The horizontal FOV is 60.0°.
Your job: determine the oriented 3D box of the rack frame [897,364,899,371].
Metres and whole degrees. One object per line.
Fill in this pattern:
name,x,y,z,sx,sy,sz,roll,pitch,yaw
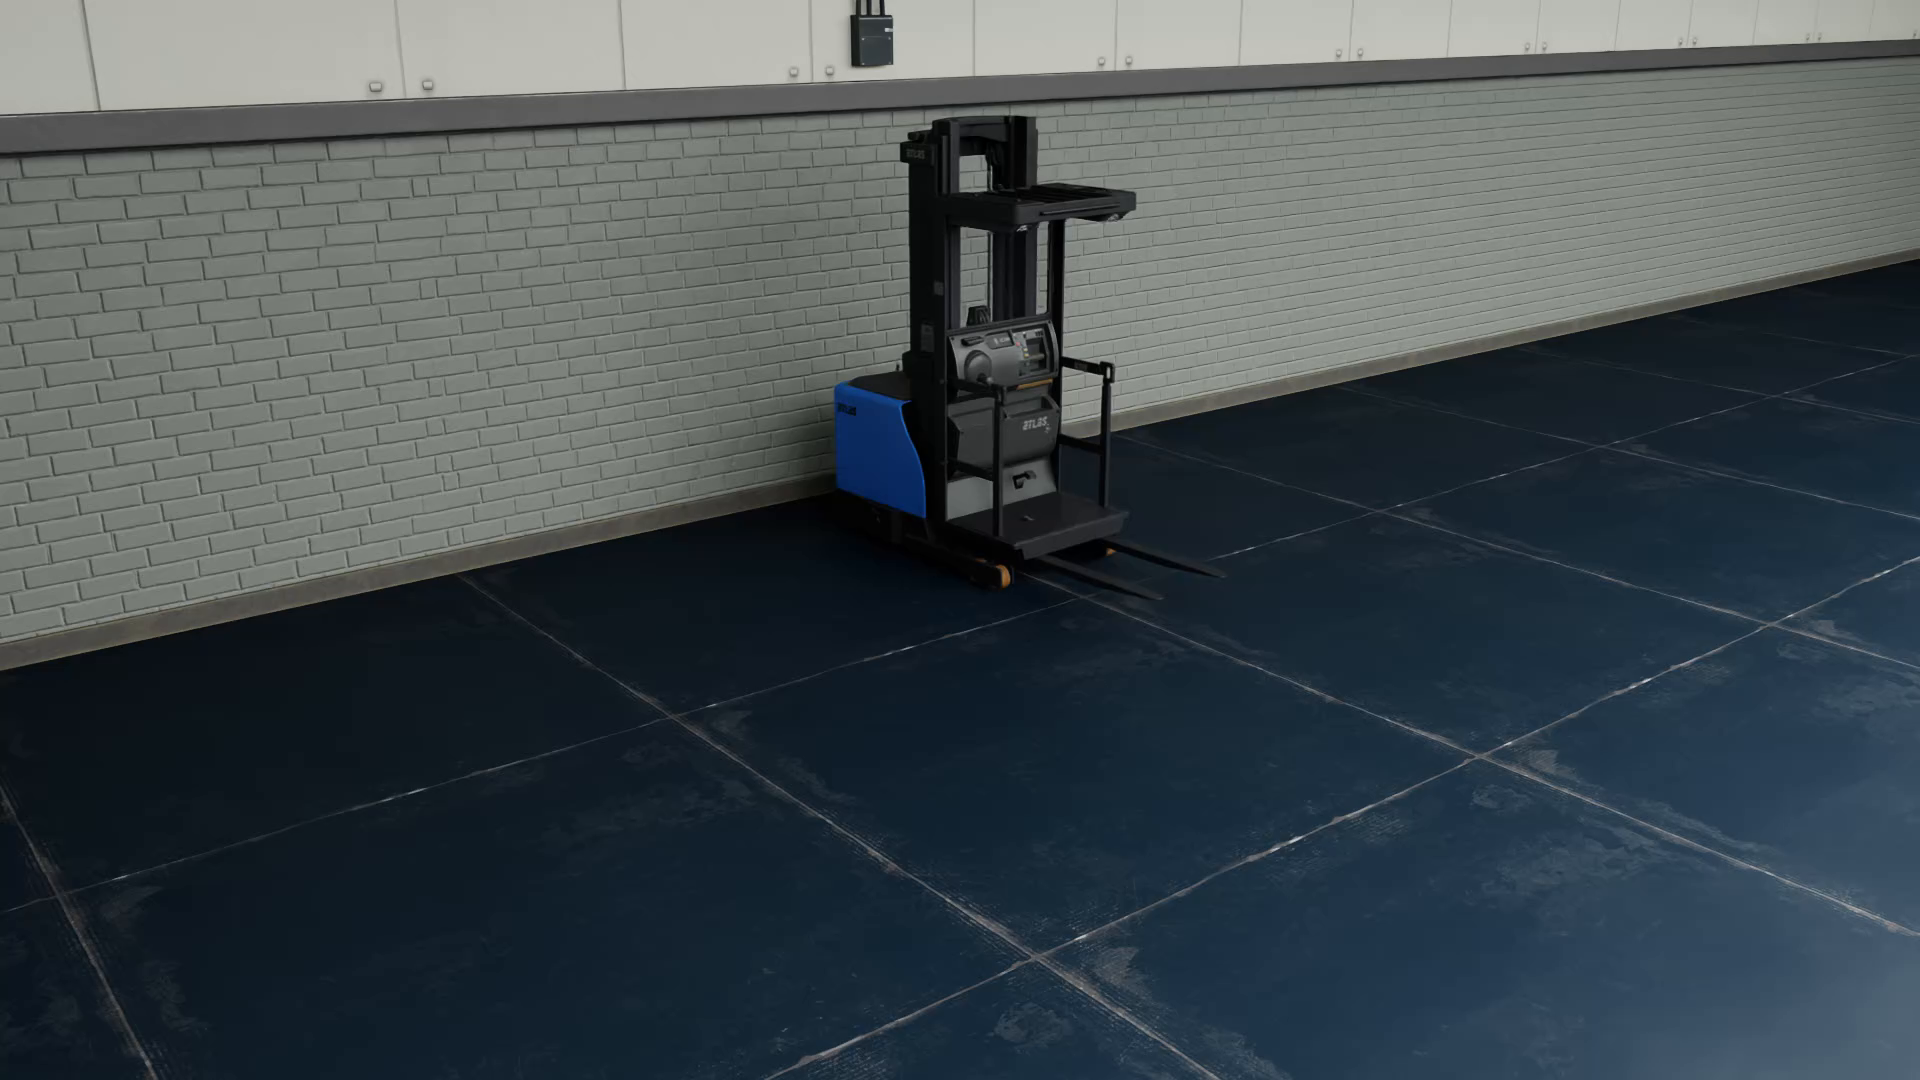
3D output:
rack frame,-0.399,-0.803,12.617,0.200,1.050,0.008,16,24,40

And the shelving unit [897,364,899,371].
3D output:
shelving unit,-0.316,-0.831,12.702,0.215,1.050,0.252,16,24,40

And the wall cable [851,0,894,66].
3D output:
wall cable,0.153,-6.530,11.859,2.305,6.003,0.169,-14,23,-36

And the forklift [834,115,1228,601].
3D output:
forklift,0.439,-1.244,10.955,1.130,2.935,3.031,-16,24,-39
